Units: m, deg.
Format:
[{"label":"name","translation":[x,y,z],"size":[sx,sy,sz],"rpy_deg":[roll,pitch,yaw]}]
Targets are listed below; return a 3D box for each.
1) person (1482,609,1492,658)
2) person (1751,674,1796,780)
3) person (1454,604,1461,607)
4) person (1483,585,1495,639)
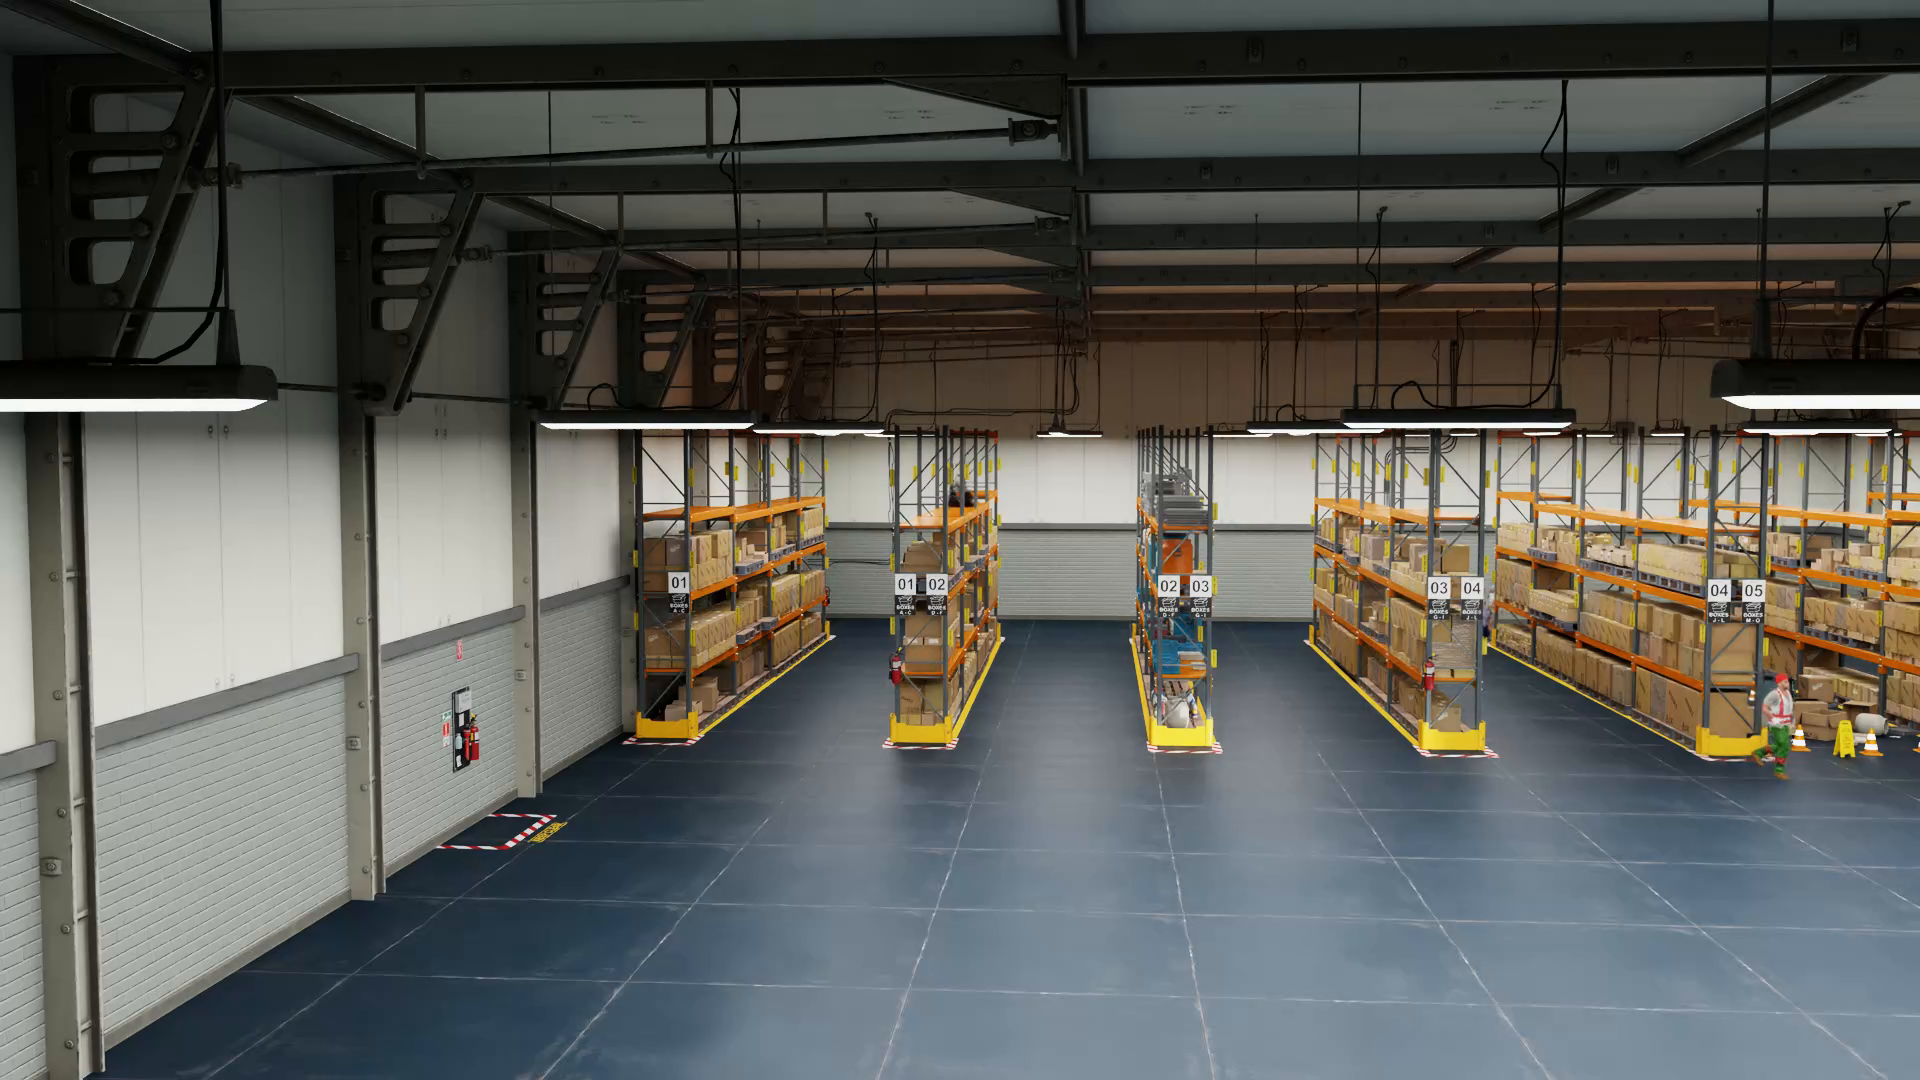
[{"label":"person","translation":[13.421,2.354,42.895],"size":[0.605,1.616,0.535],"rpy_deg":[1,3,10]},{"label":"person","translation":[13.865,3.149,28.327],"size":[0.658,1.788,0.742],"rpy_deg":[-2,4,-33]},{"label":"person","translation":[14.071,2.136,46.629],"size":[0.575,1.620,0.697],"rpy_deg":[3,5,44]},{"label":"person","translation":[15.151,2.071,47.628],"size":[0.544,1.629,0.747],"rpy_deg":[1,4,20]}]
